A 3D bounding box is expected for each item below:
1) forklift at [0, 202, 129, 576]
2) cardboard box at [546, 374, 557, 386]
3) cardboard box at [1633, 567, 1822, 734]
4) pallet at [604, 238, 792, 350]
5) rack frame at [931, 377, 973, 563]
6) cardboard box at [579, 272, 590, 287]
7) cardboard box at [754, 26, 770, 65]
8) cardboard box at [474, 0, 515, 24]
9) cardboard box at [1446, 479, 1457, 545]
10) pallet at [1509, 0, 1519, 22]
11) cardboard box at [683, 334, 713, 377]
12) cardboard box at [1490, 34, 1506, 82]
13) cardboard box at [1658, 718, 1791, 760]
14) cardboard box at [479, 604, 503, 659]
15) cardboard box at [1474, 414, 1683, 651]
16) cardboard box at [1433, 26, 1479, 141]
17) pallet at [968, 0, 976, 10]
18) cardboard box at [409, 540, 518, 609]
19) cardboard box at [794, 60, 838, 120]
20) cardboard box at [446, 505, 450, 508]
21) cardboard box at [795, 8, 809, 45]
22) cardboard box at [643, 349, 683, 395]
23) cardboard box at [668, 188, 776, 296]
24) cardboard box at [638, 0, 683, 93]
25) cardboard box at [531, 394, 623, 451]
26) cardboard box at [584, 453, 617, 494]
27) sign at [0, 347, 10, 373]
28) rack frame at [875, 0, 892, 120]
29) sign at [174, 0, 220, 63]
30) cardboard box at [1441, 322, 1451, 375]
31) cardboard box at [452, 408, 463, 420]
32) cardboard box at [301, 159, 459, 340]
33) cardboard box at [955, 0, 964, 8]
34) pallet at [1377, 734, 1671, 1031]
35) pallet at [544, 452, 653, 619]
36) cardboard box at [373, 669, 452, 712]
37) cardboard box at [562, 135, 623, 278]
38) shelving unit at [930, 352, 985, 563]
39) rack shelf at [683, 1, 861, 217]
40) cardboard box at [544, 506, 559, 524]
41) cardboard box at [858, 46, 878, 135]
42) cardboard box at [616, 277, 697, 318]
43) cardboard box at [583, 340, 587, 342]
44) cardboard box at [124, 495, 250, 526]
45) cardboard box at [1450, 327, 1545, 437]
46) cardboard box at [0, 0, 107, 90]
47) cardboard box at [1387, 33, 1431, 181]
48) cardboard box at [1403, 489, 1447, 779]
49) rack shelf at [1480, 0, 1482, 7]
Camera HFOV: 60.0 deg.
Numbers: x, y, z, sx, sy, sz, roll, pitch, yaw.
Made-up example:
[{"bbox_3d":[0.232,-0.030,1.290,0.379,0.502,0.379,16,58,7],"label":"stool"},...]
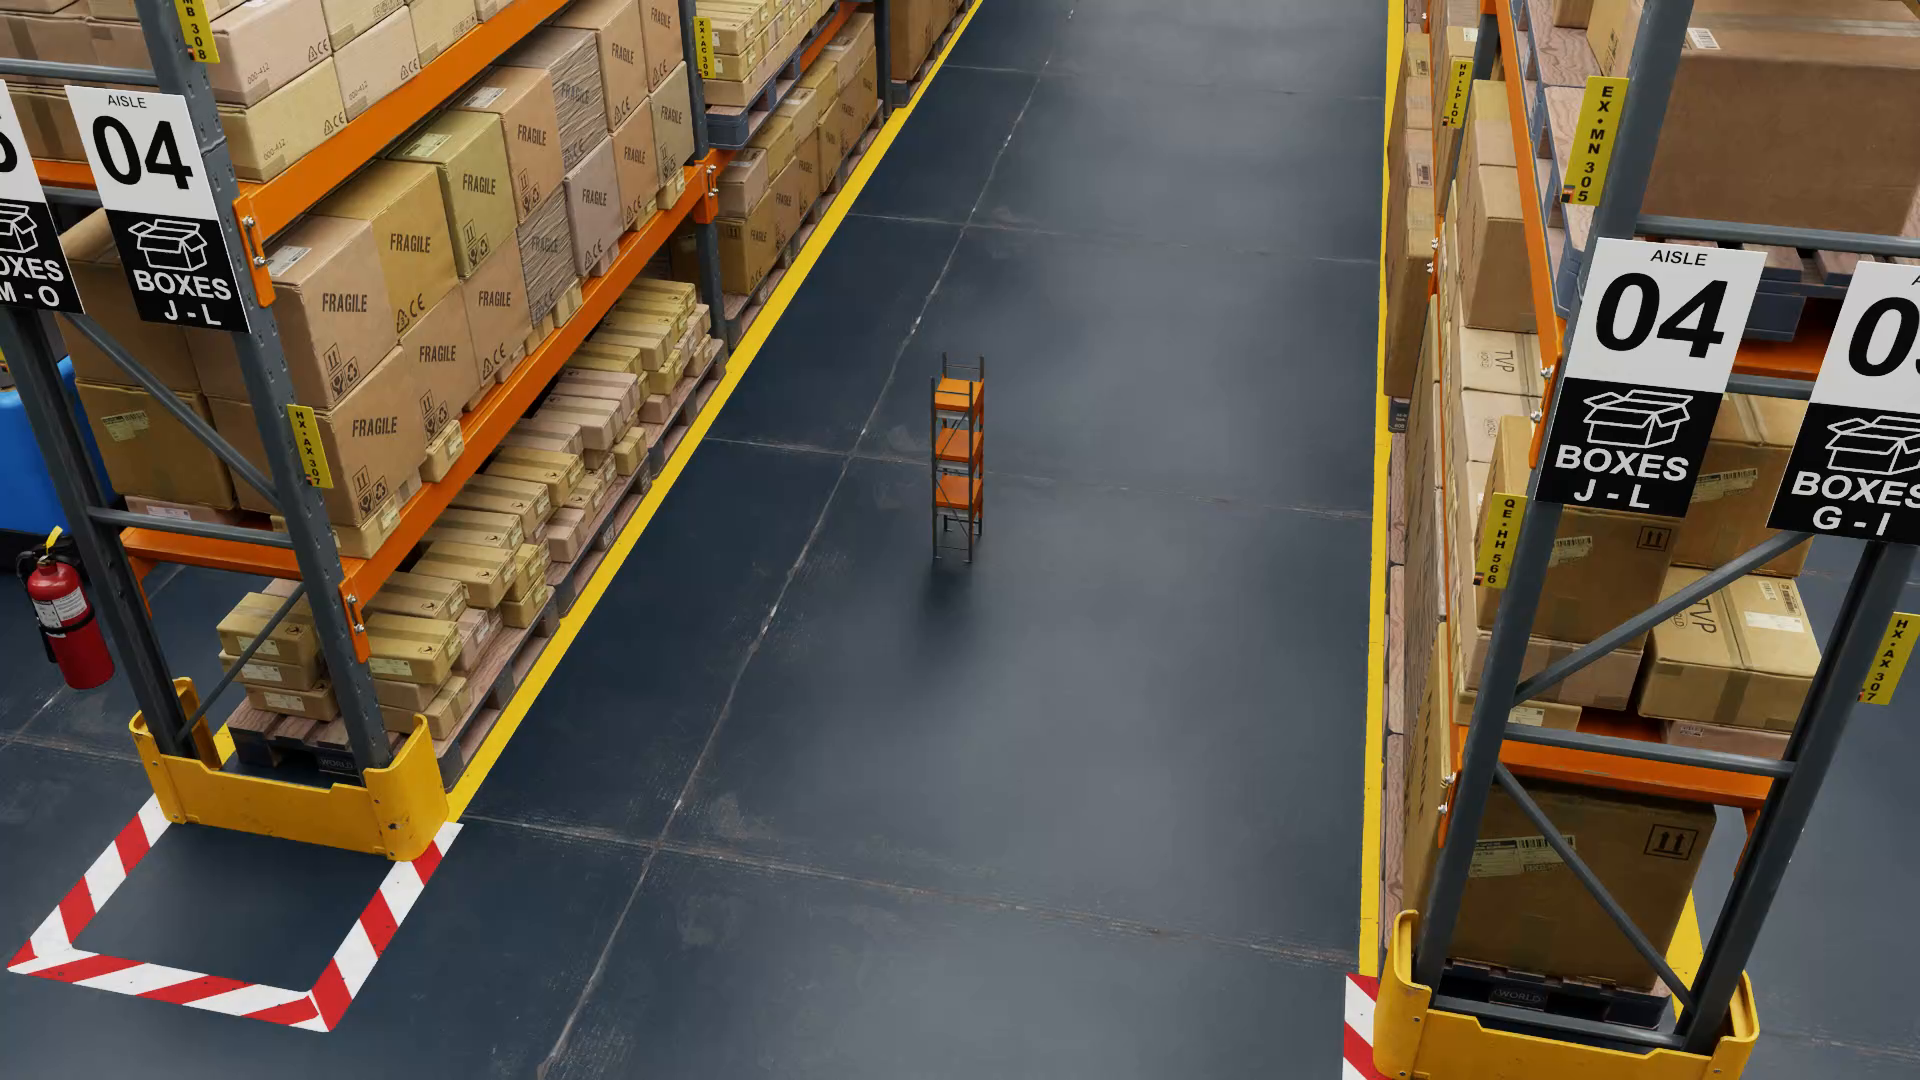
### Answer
[{"bbox_3d":[-4.435,-1.867,8.599,1.130,2.935,3.031,8,37,11],"label":"forklift"},{"bbox_3d":[-2.324,-0.958,8.850,0.380,0.149,0.250,6,36,9],"label":"cardboard box"},{"bbox_3d":[2.444,0.345,5.363,0.500,0.250,0.500,6,36,9],"label":"cardboard box"},{"bbox_3d":[-1.727,-1.644,10.609,1.003,0.211,1.213,7,37,10],"label":"pallet"},{"bbox_3d":[-0.038,-0.324,8.073,0.200,1.050,0.008,7,37,10],"label":"rack frame"},{"bbox_3d":[-2.002,-1.282,7.946,0.380,0.149,0.250,7,36,9],"label":"cardboard box"},{"bbox_3d":[-1.305,-2.833,9.475,0.380,0.149,0.250,7,36,9],"label":"cardboard box"},{"bbox_3d":[-2.065,-2.306,6.717,0.500,0.250,0.500,7,37,10],"label":"cardboard box"},{"bbox_3d":[2.049,-0.083,6.293,0.380,0.149,0.250,7,36,9],"label":"cardboard box"},{"bbox_3d":[2.747,-2.358,6.737,1.003,0.211,1.213,7,37,10],"label":"pallet"},{"bbox_3d":[-1.642,-1.075,9.519,0.380,0.149,0.250,8,37,11],"label":"cardboard box"},{"bbox_3d":[3.061,-2.461,8.420,0.797,0.503,0.637,6,36,9],"label":"cardboard box"},{"bbox_3d":[2.476,0.586,5.370,0.380,0.149,0.250,8,37,10],"label":"cardboard box"},{"bbox_3d":[-2.299,0.387,7.502,0.380,0.149,0.250,8,37,10],"label":"cardboard box"},{"bbox_3d":[1.925,-0.030,5.240,0.500,0.500,0.500,8,37,11],"label":"cardboard box"},{"bbox_3d":[2.983,-2.573,9.429,0.500,0.500,0.500,7,37,9],"label":"cardboard box"},{"bbox_3d":[-0.274,-5.332,15.698,1.003,0.211,1.213,7,37,10],"label":"pallet"},{"bbox_3d":[-2.182,0.150,7.321,0.380,0.149,0.250,7,37,10],"label":"cardboard box"},{"bbox_3d":[-1.148,-3.076,11.342,0.500,0.250,0.500,8,37,11],"label":"cardboard box"},{"bbox_3d":[-2.632,-0.249,8.126,0.380,0.149,0.250,9,37,12],"label":"cardboard box"},{"bbox_3d":[-1.139,-3.156,10.174,0.380,0.149,0.250,6,36,8],"label":"cardboard box"},{"bbox_3d":[-1.734,-0.930,9.065,0.380,0.149,0.250,6,36,8],"label":"cardboard box"},{"bbox_3d":[-1.475,-1.875,10.324,0.500,0.500,0.500,9,37,12],"label":"cardboard box"},{"bbox_3d":[-1.728,-2.589,8.346,0.500,0.500,0.500,6,36,8],"label":"cardboard box"},{"bbox_3d":[-1.920,-0.590,8.343,0.380,0.149,0.250,6,36,8],"label":"cardboard box"},{"bbox_3d":[-1.985,-0.341,8.505,0.380,0.149,0.250,8,37,11],"label":"cardboard box"},{"bbox_3d":[-3.284,-0.712,5.690,0.100,0.325,0.005,7,37,10],"label":"sign"},{"bbox_3d":[-1.037,-4.620,12.339,1.000,3.000,0.127,7,37,10],"label":"rack frame"},{"bbox_3d":[-2.216,-1.534,4.780,0.100,0.325,0.005,7,37,10],"label":"sign"},{"bbox_3d":[2.324,-0.818,7.307,0.380,0.149,0.250,7,36,9],"label":"cardboard box"},{"bbox_3d":[-2.311,-0.541,6.925,0.380,0.149,0.250,9,37,12],"label":"cardboard box"},{"bbox_3d":[-2.289,-1.114,6.310,0.500,0.500,0.500,8,37,11],"label":"cardboard box"},{"bbox_3d":[-0.437,-5.253,14.771,1.050,0.750,0.750,7,37,10],"label":"cardboard box"},{"bbox_3d":[2.172,1.307,6.537,1.003,0.211,1.213,7,37,10],"label":"pallet"},{"bbox_3d":[-2.259,-0.107,8.488,1.003,0.211,1.213,7,37,10],"label":"pallet"},{"bbox_3d":[-2.383,0.562,7.007,0.380,0.149,0.250,9,37,12],"label":"cardboard box"},{"bbox_3d":[-1.938,-1.593,7.823,0.500,0.500,0.500,7,37,10],"label":"cardboard box"},{"bbox_3d":[-0.011,-0.394,8.170,0.215,1.050,0.252,7,37,10],"label":"shelving unit"},{"bbox_3d":[-1.464,-3.182,10.968,1.077,0.370,4.000,7,37,10],"label":"rack shelf"},{"bbox_3d":[-2.162,-0.198,8.055,0.380,0.149,0.250,9,37,12],"label":"cardboard box"},{"bbox_3d":[-0.922,-3.368,12.383,0.500,0.500,0.500,7,37,10],"label":"cardboard box"},{"bbox_3d":[-1.713,-1.347,9.387,0.380,0.149,0.250,8,37,11],"label":"cardboard box"},{"bbox_3d":[-2.265,-0.995,9.155,0.380,0.149,0.250,7,37,10],"label":"cardboard box"},{"bbox_3d":[-2.952,-0.154,6.391,0.380,0.149,0.250,7,37,10],"label":"cardboard box"},{"bbox_3d":[2.247,-0.607,6.675,0.500,0.250,0.500,7,37,10],"label":"cardboard box"},{"bbox_3d":[-2.896,-1.686,5.436,0.500,0.250,0.500,6,36,9],"label":"cardboard box"},{"bbox_3d":[3.619,-2.857,11.359,1.225,0.875,0.875,6,36,8],"label":"cardboard box"},{"bbox_3d":[2.331,0.438,6.813,0.875,0.875,0.875,7,37,10],"label":"cardboard box"},{"bbox_3d":[3.360,-3.717,9.150,1.077,0.370,4.000,7,37,10],"label":"rack shelf"}]
